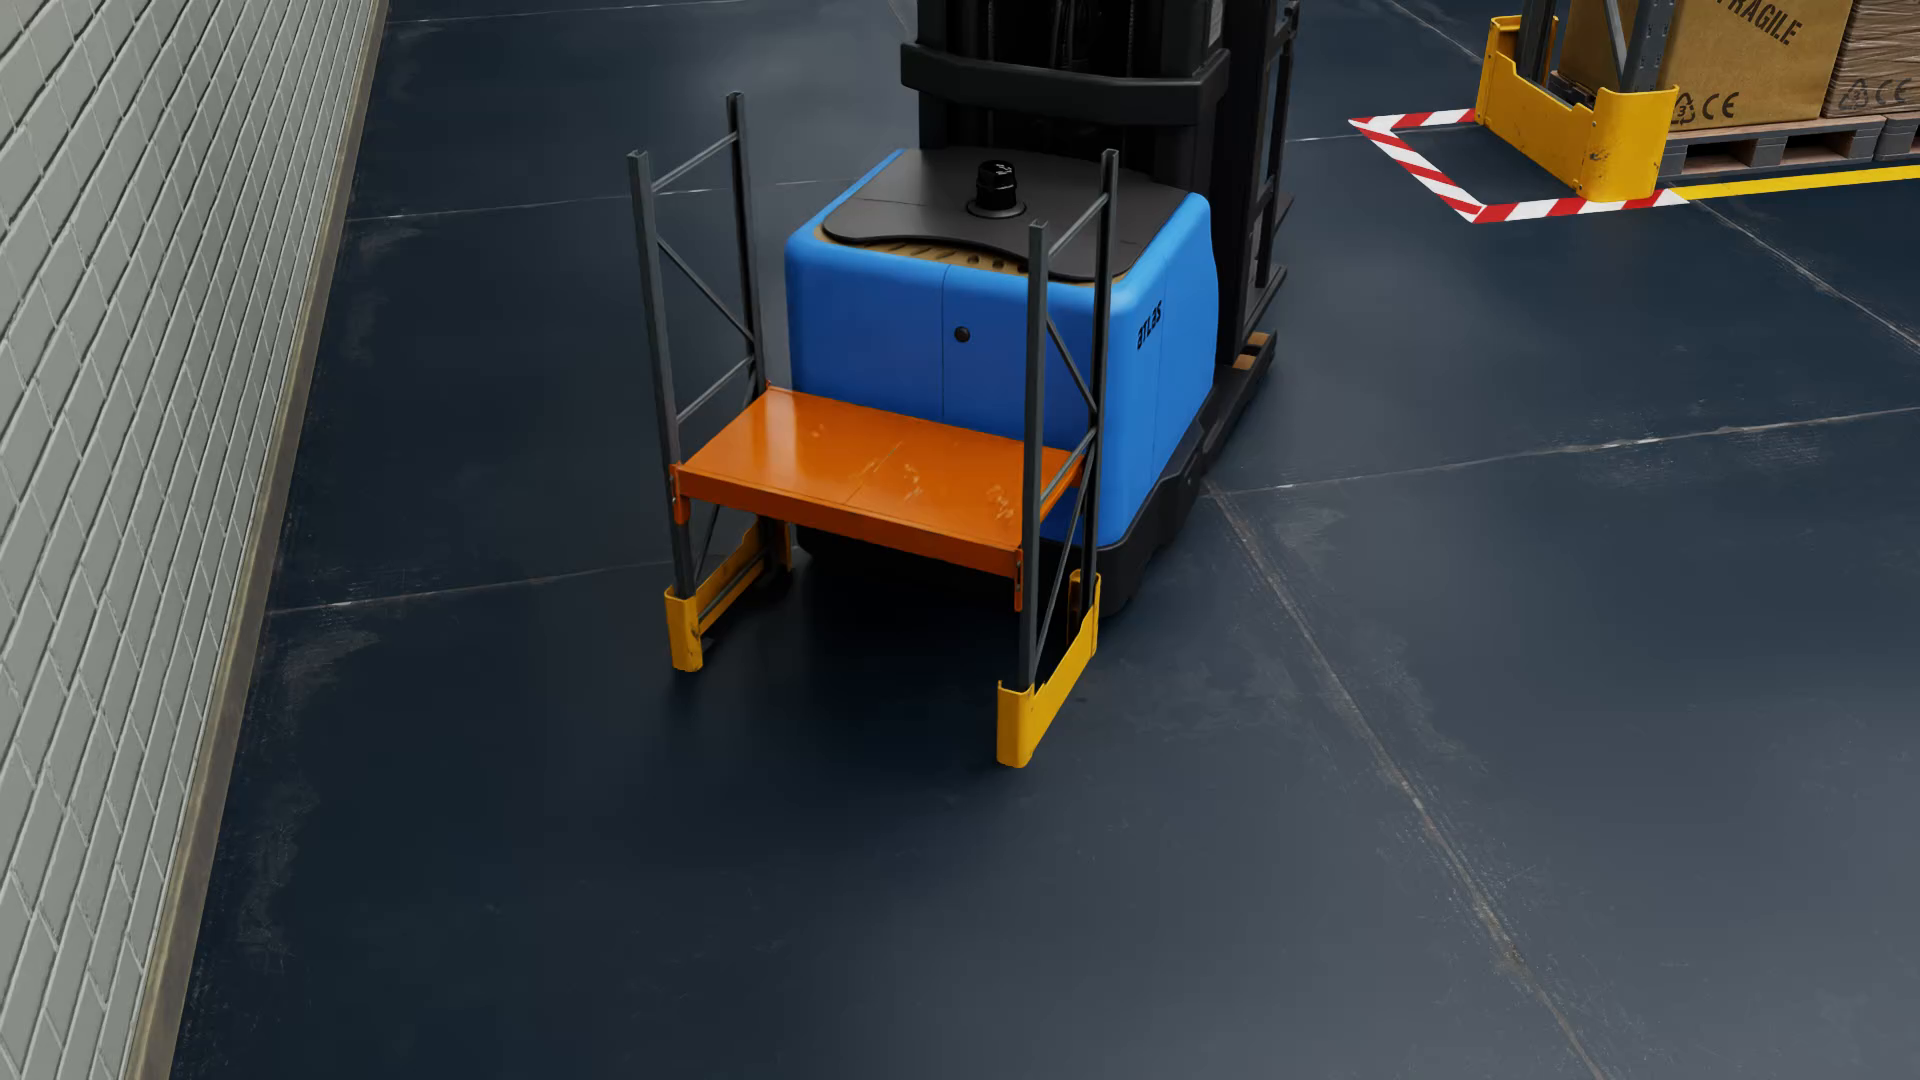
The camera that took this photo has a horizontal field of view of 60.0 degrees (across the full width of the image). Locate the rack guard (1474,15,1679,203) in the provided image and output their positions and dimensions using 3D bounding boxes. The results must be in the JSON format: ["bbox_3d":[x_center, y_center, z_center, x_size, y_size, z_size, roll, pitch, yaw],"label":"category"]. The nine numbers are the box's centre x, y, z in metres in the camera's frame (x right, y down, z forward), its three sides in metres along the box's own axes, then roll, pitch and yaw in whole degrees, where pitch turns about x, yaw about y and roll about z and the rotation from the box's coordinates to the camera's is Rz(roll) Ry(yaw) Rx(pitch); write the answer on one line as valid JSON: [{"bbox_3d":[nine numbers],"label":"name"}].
[{"bbox_3d":[2.886,-2.064,7.878,0.348,0.500,1.175,-7,35,-11],"label":"rack guard"}]

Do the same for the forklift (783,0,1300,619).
[{"bbox_3d":[0.526,-1.802,5.305,1.130,2.935,3.031,13,36,18],"label":"forklift"}]

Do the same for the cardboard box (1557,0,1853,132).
[{"bbox_3d":[3.516,-2.520,7.843,0.875,0.875,0.875,-7,35,-11],"label":"cardboard box"}]

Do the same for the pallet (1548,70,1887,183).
[{"bbox_3d":[3.672,-2.088,8.172,1.213,0.211,1.003,-7,35,-11],"label":"pallet"}]

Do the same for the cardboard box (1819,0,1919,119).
[{"bbox_3d":[4.404,-2.631,8.009,0.875,0.875,0.875,-7,35,-11],"label":"cardboard box"}]

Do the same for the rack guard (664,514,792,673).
[{"bbox_3d":[-0.667,0.116,4.853,0.087,0.250,0.587,14,36,20],"label":"rack guard"}]

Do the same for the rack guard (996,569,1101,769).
[{"bbox_3d":[0.244,0.340,4.519,0.087,0.250,0.587,14,36,20],"label":"rack guard"}]

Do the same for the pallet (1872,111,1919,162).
[{"bbox_3d":[4.860,-2.236,8.393,1.213,0.211,1.003,-7,35,-11],"label":"pallet"}]

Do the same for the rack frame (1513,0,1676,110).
[{"bbox_3d":[2.909,-3.105,7.185,0.127,3.000,1.000,-7,35,-11],"label":"rack frame"}]

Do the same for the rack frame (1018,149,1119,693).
[{"bbox_3d":[0.262,-0.174,4.164,0.032,1.500,0.500,14,36,20],"label":"rack frame"}]

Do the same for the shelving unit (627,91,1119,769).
[{"bbox_3d":[-0.211,-0.291,4.337,1.083,1.500,0.587,14,36,20],"label":"shelving unit"}]

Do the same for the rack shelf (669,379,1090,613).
[{"bbox_3d":[-0.203,-0.139,4.435,1.000,0.185,0.538,14,36,20],"label":"rack shelf"}]

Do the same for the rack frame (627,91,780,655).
[{"bbox_3d":[-0.668,-0.403,4.505,0.032,1.500,0.500,14,36,20],"label":"rack frame"}]
